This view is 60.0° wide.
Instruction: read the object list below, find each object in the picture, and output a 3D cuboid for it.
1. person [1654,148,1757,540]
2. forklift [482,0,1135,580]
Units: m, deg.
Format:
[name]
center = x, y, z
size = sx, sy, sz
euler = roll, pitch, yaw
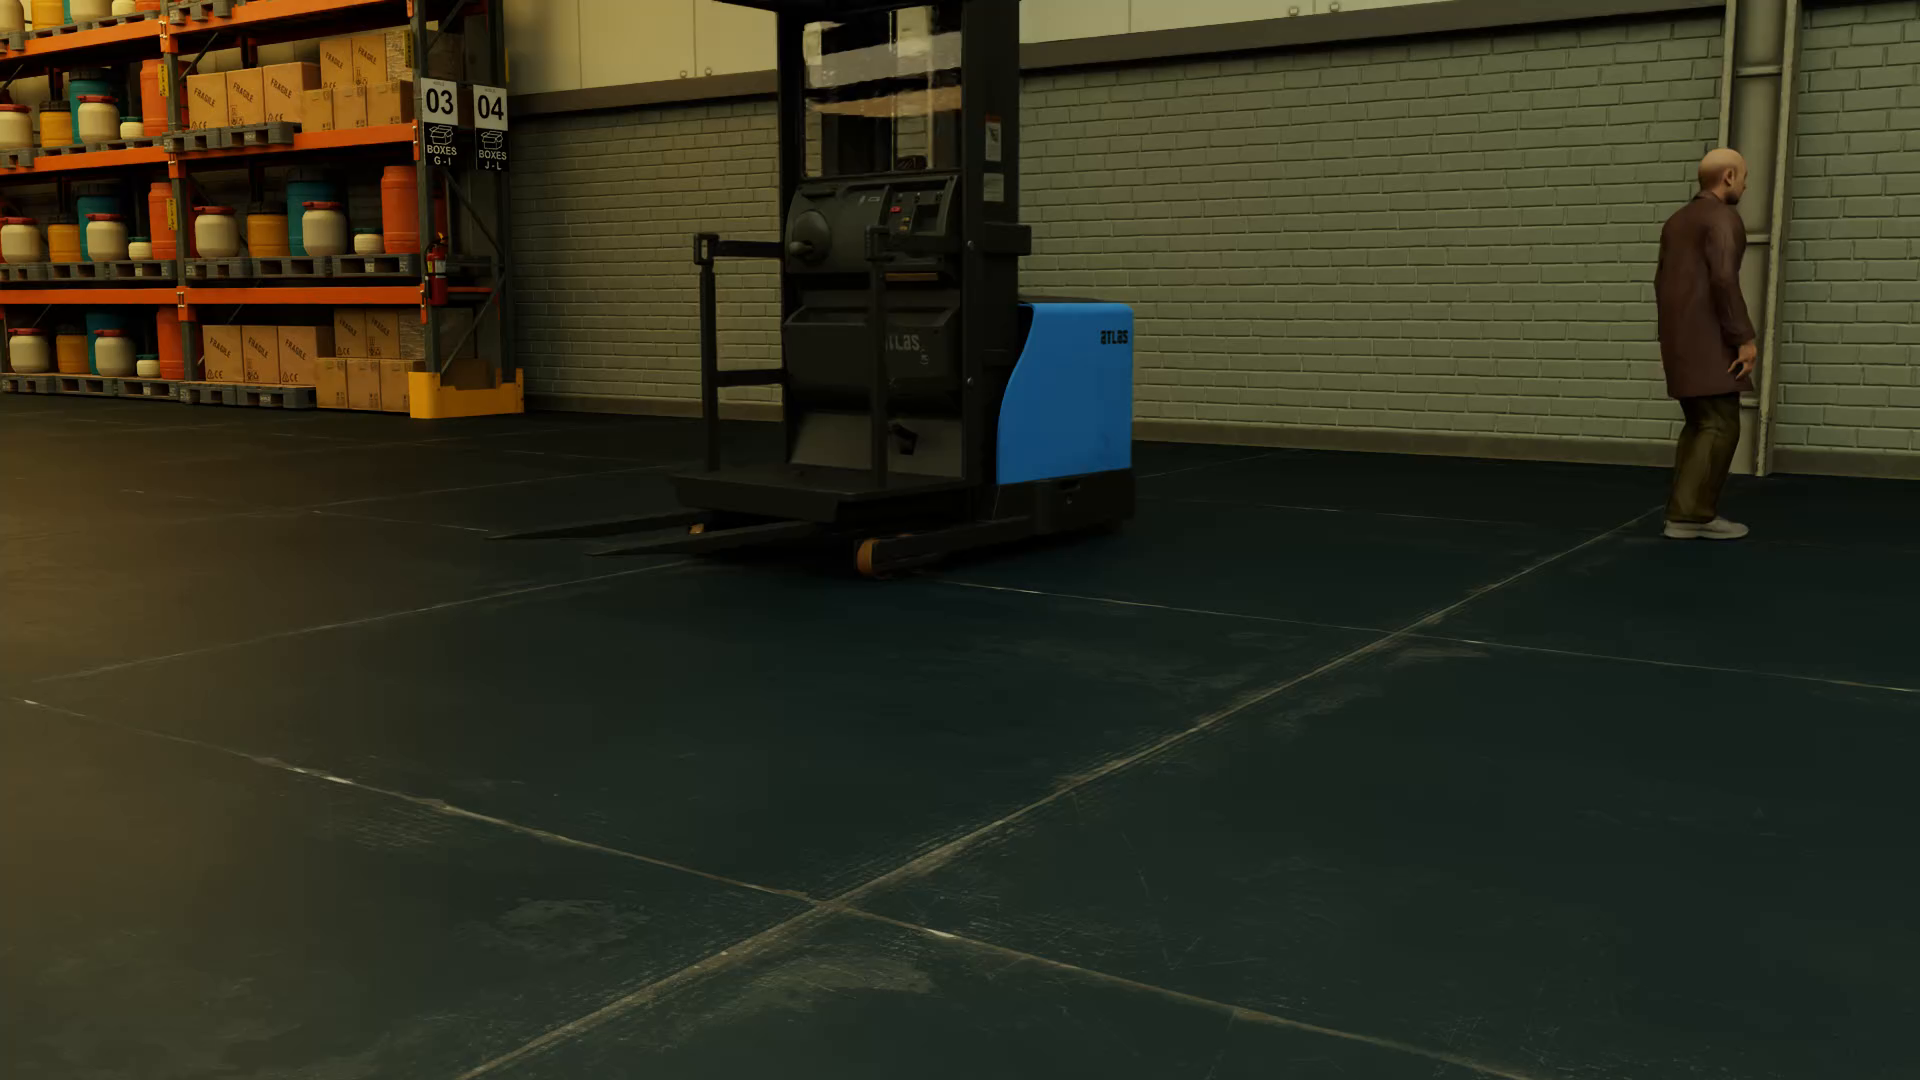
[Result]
[person]
center = 3.481, -0.889, 7.659
size = 0.492, 1.791, 0.660
euler = 0, 8, -1
[forklift]
center = -0.518, -1.374, 6.852
size = 1.130, 2.935, 3.031
euler = 7, 11, 40
